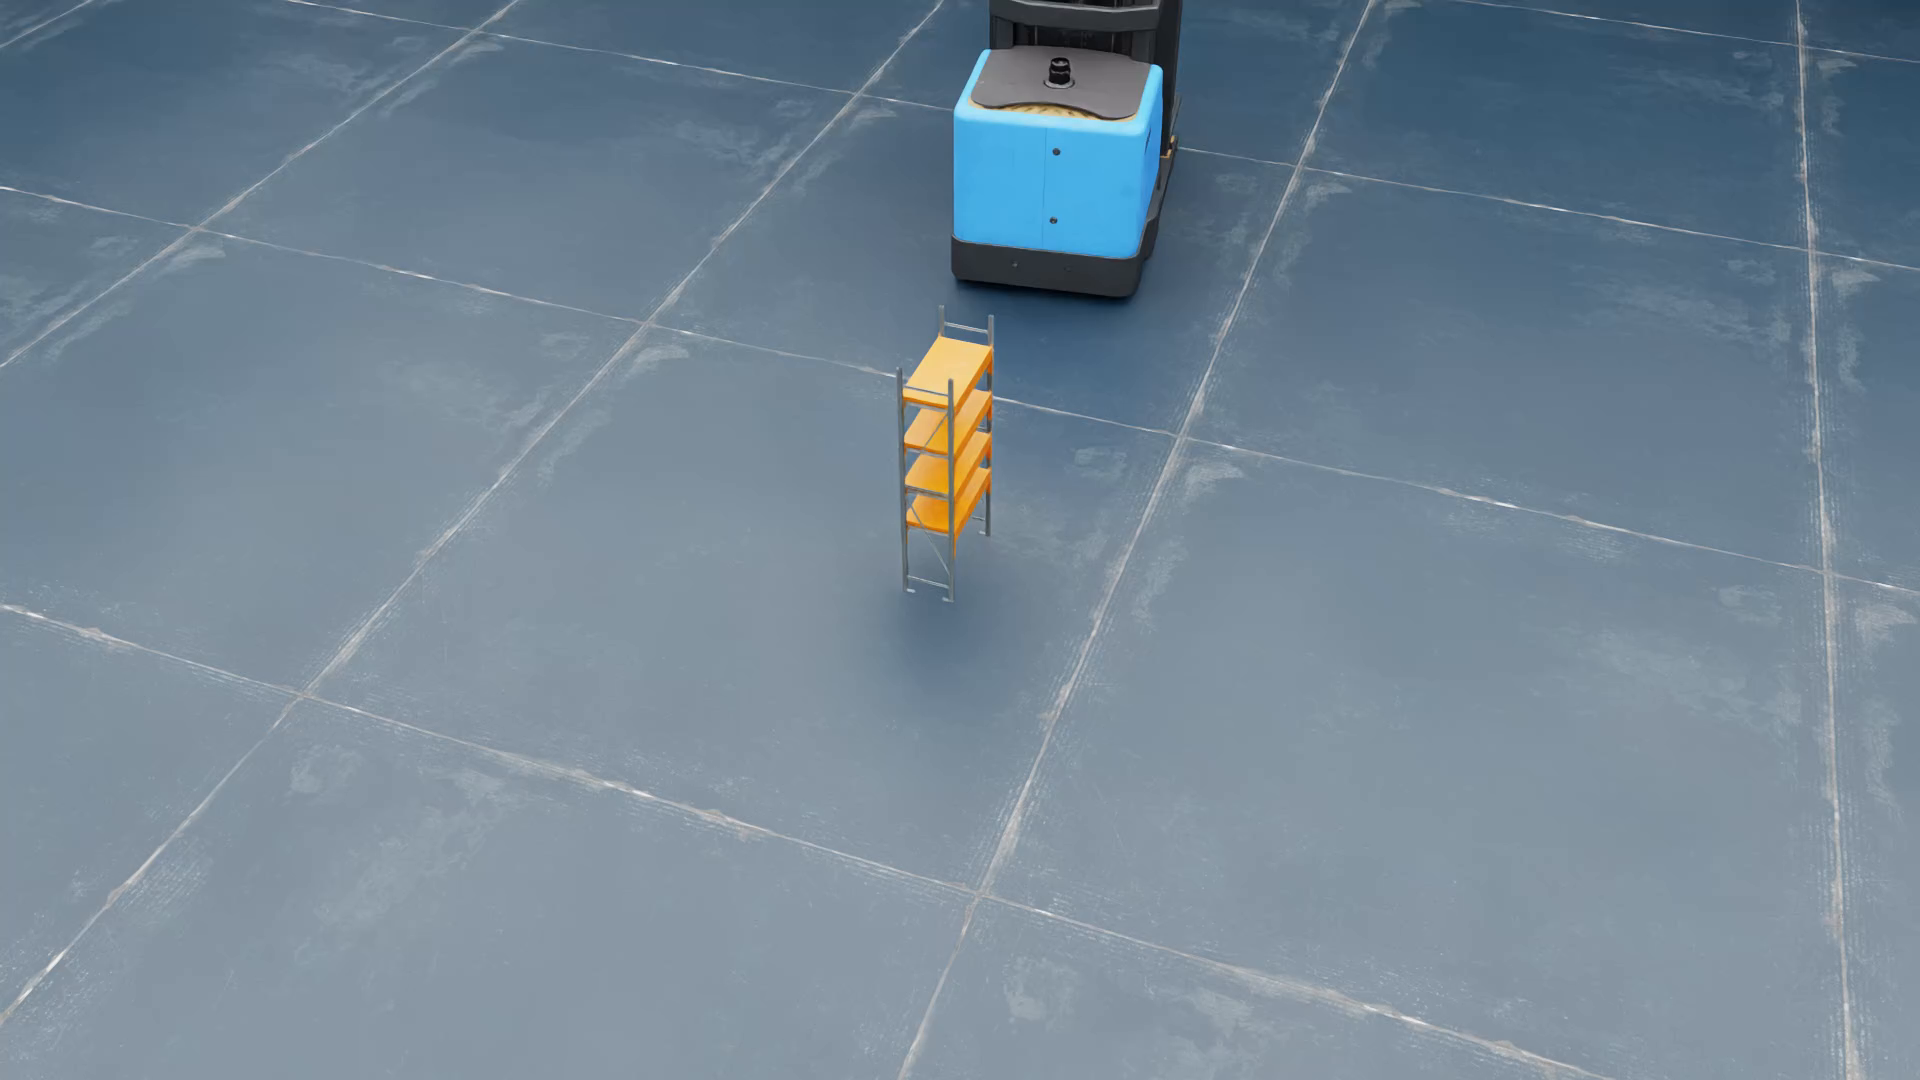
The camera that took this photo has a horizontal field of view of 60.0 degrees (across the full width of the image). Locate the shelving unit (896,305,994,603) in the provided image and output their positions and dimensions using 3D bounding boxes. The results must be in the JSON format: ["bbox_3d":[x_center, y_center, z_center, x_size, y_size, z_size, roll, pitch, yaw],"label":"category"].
[{"bbox_3d":[-0.057,-0.355,7.196,0.258,1.200,0.503,13,42,15],"label":"shelving unit"}]

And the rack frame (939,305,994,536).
[{"bbox_3d":[0.027,-0.504,7.370,0.240,1.200,0.015,13,42,15],"label":"rack frame"}]

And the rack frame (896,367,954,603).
[{"bbox_3d":[-0.140,-0.207,7.021,0.240,1.200,0.015,13,42,15],"label":"rack frame"}]

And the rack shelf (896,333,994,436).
[{"bbox_3d":[-0.057,-0.654,6.941,0.258,0.148,0.480,13,42,15],"label":"rack shelf"}]

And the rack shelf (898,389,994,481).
[{"bbox_3d":[-0.057,-0.474,7.094,0.258,0.148,0.480,13,42,15],"label":"rack shelf"}]

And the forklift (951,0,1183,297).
[{"bbox_3d":[0.763,-3.419,9.453,1.130,2.935,3.031,8,41,9],"label":"forklift"}]

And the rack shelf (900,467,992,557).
[{"bbox_3d":[-0.057,-0.153,7.368,0.258,0.148,0.480,13,42,15],"label":"rack shelf"}]

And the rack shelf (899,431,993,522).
[{"bbox_3d":[-0.057,-0.304,7.240,0.258,0.148,0.480,13,42,15],"label":"rack shelf"}]
